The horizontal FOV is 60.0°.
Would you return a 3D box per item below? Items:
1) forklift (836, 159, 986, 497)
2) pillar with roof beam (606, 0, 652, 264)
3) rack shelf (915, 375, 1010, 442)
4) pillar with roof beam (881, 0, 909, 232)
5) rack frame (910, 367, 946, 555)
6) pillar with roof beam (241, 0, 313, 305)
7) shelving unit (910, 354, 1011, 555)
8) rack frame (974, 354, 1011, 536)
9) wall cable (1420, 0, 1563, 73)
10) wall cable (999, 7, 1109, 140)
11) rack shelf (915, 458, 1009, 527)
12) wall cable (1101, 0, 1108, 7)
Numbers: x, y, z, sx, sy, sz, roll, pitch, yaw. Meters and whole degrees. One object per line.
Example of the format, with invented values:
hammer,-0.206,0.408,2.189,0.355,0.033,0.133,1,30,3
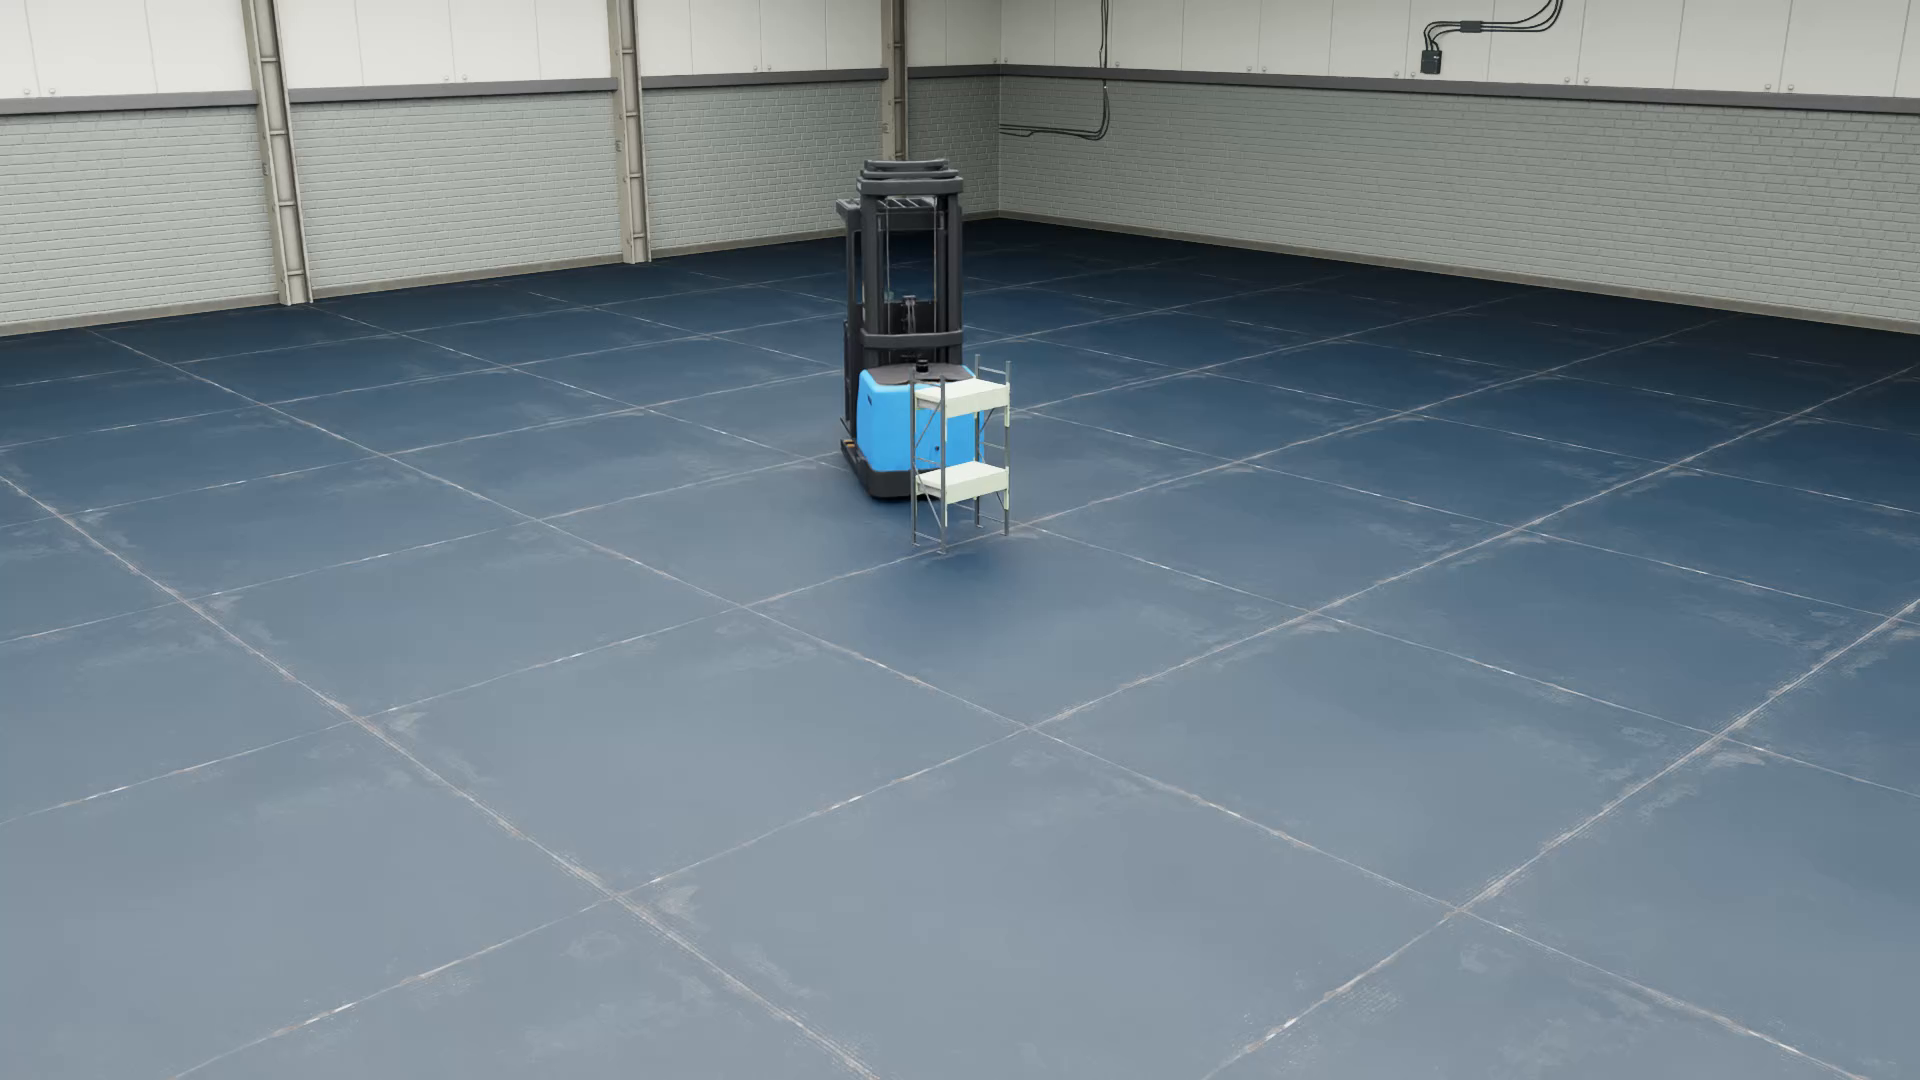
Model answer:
forklift,-0.573,-2.191,15.991,1.130,2.935,3.031,-4,18,-11
pillar with roof beam,-2.656,-8.156,24.549,0.400,9.000,9.100,-16,24,-41
rack shelf,0.005,-1.086,13.637,0.720,0.370,0.431,-16,24,-41
pillar with roof beam,1.704,-9.427,28.470,0.400,9.000,9.100,-16,24,-41
rack frame,-0.261,-0.637,13.519,0.023,1.500,0.400,-16,24,-41
pillar with roof beam,-7.016,-6.884,20.628,0.400,9.000,9.100,-16,24,-41
shelving unit,0.005,-0.715,13.758,0.755,1.500,0.431,-16,24,-41
rack frame,0.271,-0.792,13.997,0.023,1.500,0.400,-16,24,-41
wall cable,8.306,-10.207,25.360,0.169,6.003,2.305,-16,24,-41
wall cable,1.795,-9.243,32.936,0.112,2.526,3.097,-16,24,-41
rack shelf,0.005,-0.405,13.858,0.720,0.370,0.431,-16,24,-41
wall cable,3.654,-11.039,30.287,0.112,2.526,3.097,-16,24,-41
